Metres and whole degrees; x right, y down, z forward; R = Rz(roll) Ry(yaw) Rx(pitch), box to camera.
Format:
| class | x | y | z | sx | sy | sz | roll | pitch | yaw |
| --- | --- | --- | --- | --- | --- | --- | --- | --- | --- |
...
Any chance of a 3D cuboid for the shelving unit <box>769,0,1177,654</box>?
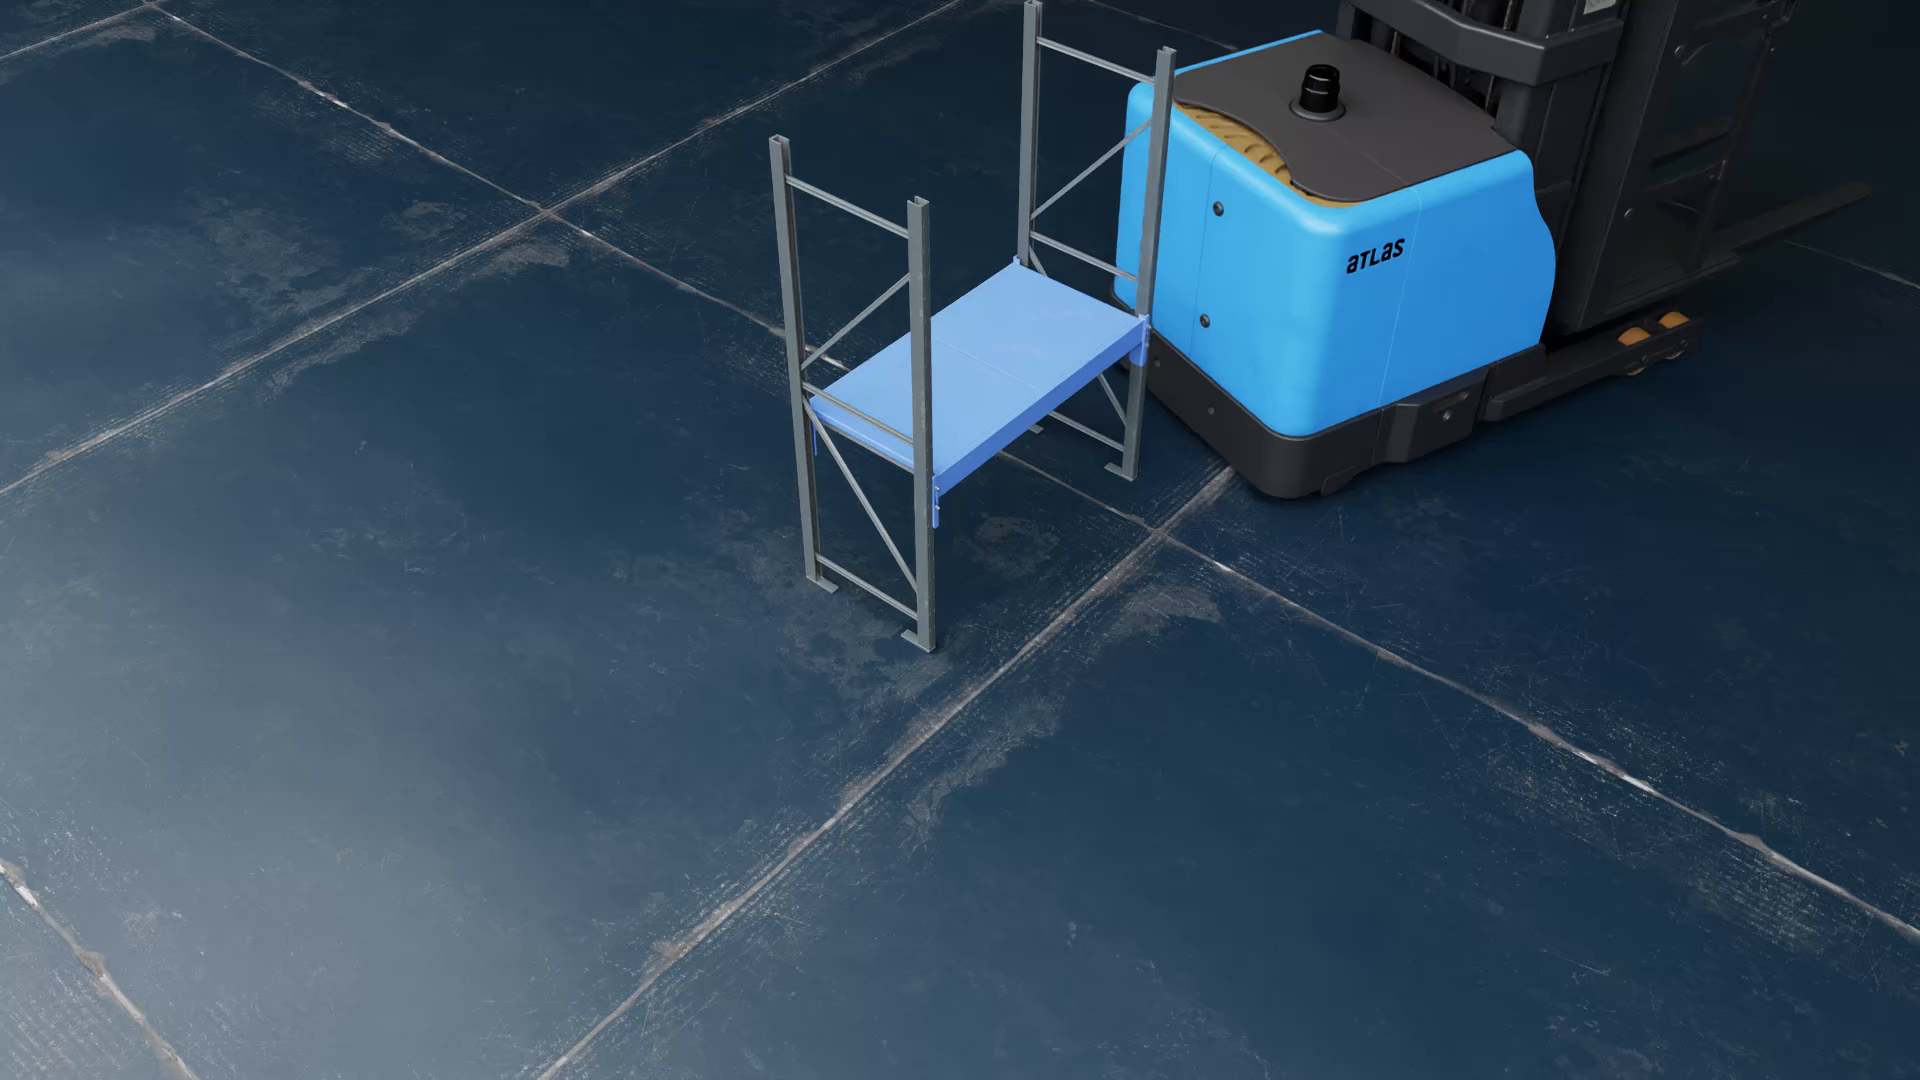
| class | x | y | z | sx | sy | sz | roll | pitch | yaw |
| --- | --- | --- | --- | --- | --- | --- | --- | --- | --- |
| shelving unit | 0.055 | -0.599 | 4.794 | 0.538 | 1.500 | 1.048 | 29 | 50 | 28 |

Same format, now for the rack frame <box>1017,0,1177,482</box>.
| class | x | y | z | sx | sy | sz | roll | pitch | yaw |
| --- | --- | --- | --- | --- | --- | --- | --- | --- | --- |
| rack frame | 0.382 | -0.861 | 5.082 | 0.500 | 1.500 | 0.032 | 29 | 50 | 28 |

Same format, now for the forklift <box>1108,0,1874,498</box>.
| class | x | y | z | sx | sy | sz | roll | pitch | yaw |
| --- | --- | --- | --- | --- | --- | --- | --- | --- | --- |
| forklift | 2.049 | -1.954 | 5.220 | 3.031 | 2.935 | 1.130 | -21 | 46 | -22 |

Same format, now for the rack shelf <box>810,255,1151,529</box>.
| class | x | y | z | sx | sy | sz | roll | pitch | yaw |
| --- | --- | --- | --- | --- | --- | --- | --- | --- | --- |
| rack shelf | 0.055 | -0.466 | 4.915 | 0.538 | 0.185 | 1.000 | 29 | 50 | 28 |

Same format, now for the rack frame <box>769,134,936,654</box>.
| class | x | y | z | sx | sy | sz | roll | pitch | yaw |
| --- | --- | --- | --- | --- | --- | --- | --- | --- | --- |
| rack frame | -0.272 | -0.337 | 4.506 | 0.500 | 1.500 | 0.032 | 29 | 50 | 28 |
